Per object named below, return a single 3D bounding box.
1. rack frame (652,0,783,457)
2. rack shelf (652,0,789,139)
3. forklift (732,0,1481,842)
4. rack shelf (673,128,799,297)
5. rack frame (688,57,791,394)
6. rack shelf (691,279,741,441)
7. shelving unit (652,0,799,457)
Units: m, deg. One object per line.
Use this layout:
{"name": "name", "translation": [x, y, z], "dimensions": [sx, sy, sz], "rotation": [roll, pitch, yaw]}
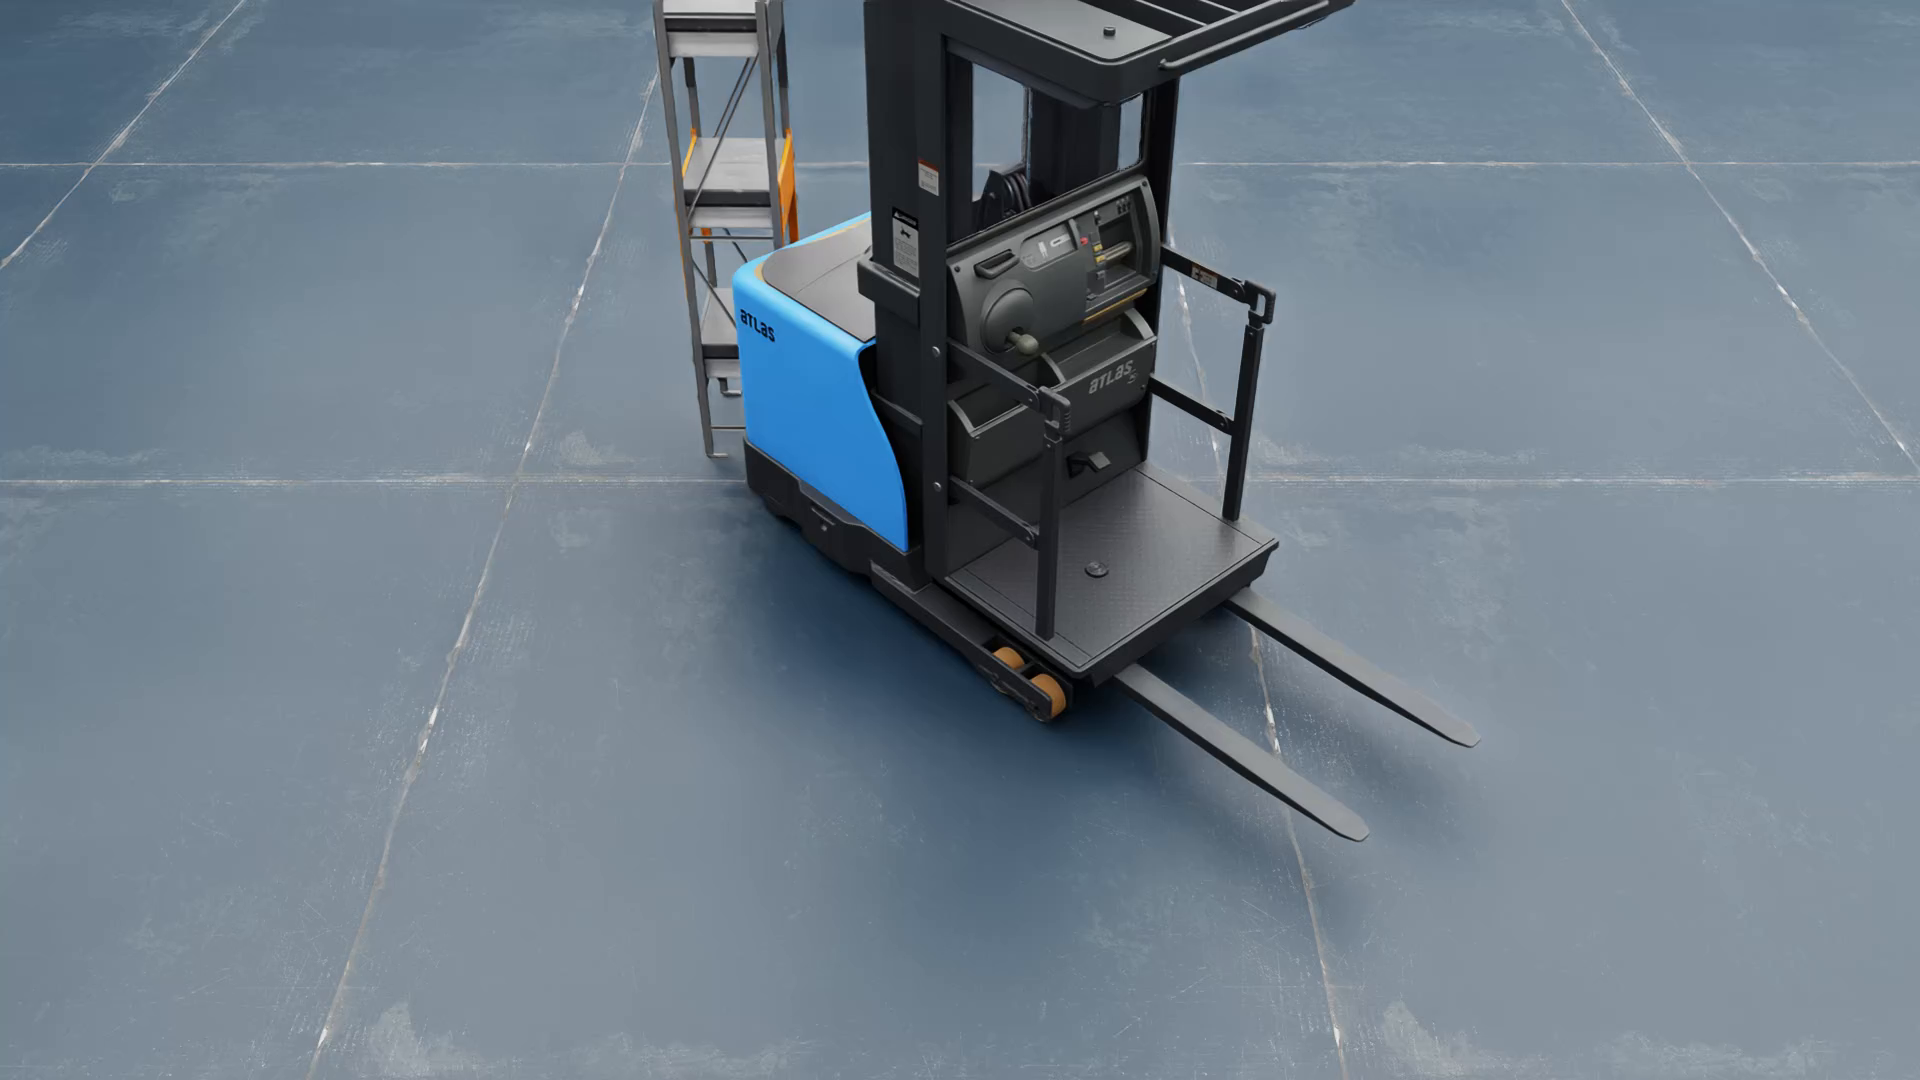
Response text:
{"name": "rack frame", "translation": [-0.899, -1.181, 6.545], "dimensions": [0.400, 2.100, 0.015], "rotation": [1, 39, 1]}
{"name": "rack shelf", "translation": [-0.895, -1.869, 6.306], "dimensions": [0.431, 0.518, 0.480], "rotation": [1, 39, 1]}
{"name": "forklift", "translation": [0.478, -0.862, 5.482], "dimensions": [1.130, 2.935, 3.031], "rotation": [-30, 47, -32]}
{"name": "rack shelf", "translation": [-0.895, -1.323, 6.743], "dimensions": [0.431, 0.518, 0.480], "rotation": [1, 39, 1]}
{"name": "rack frame", "translation": [-0.891, -1.486, 6.925], "dimensions": [0.400, 2.100, 0.015], "rotation": [1, 39, 1]}
{"name": "rack shelf", "translation": [-0.895, -0.777, 7.181], "dimensions": [0.431, 0.518, 0.480], "rotation": [1, 39, 1]}
{"name": "shelving unit", "translation": [-0.895, -1.333, 6.735], "dimensions": [0.431, 2.100, 0.503], "rotation": [1, 39, 1]}
